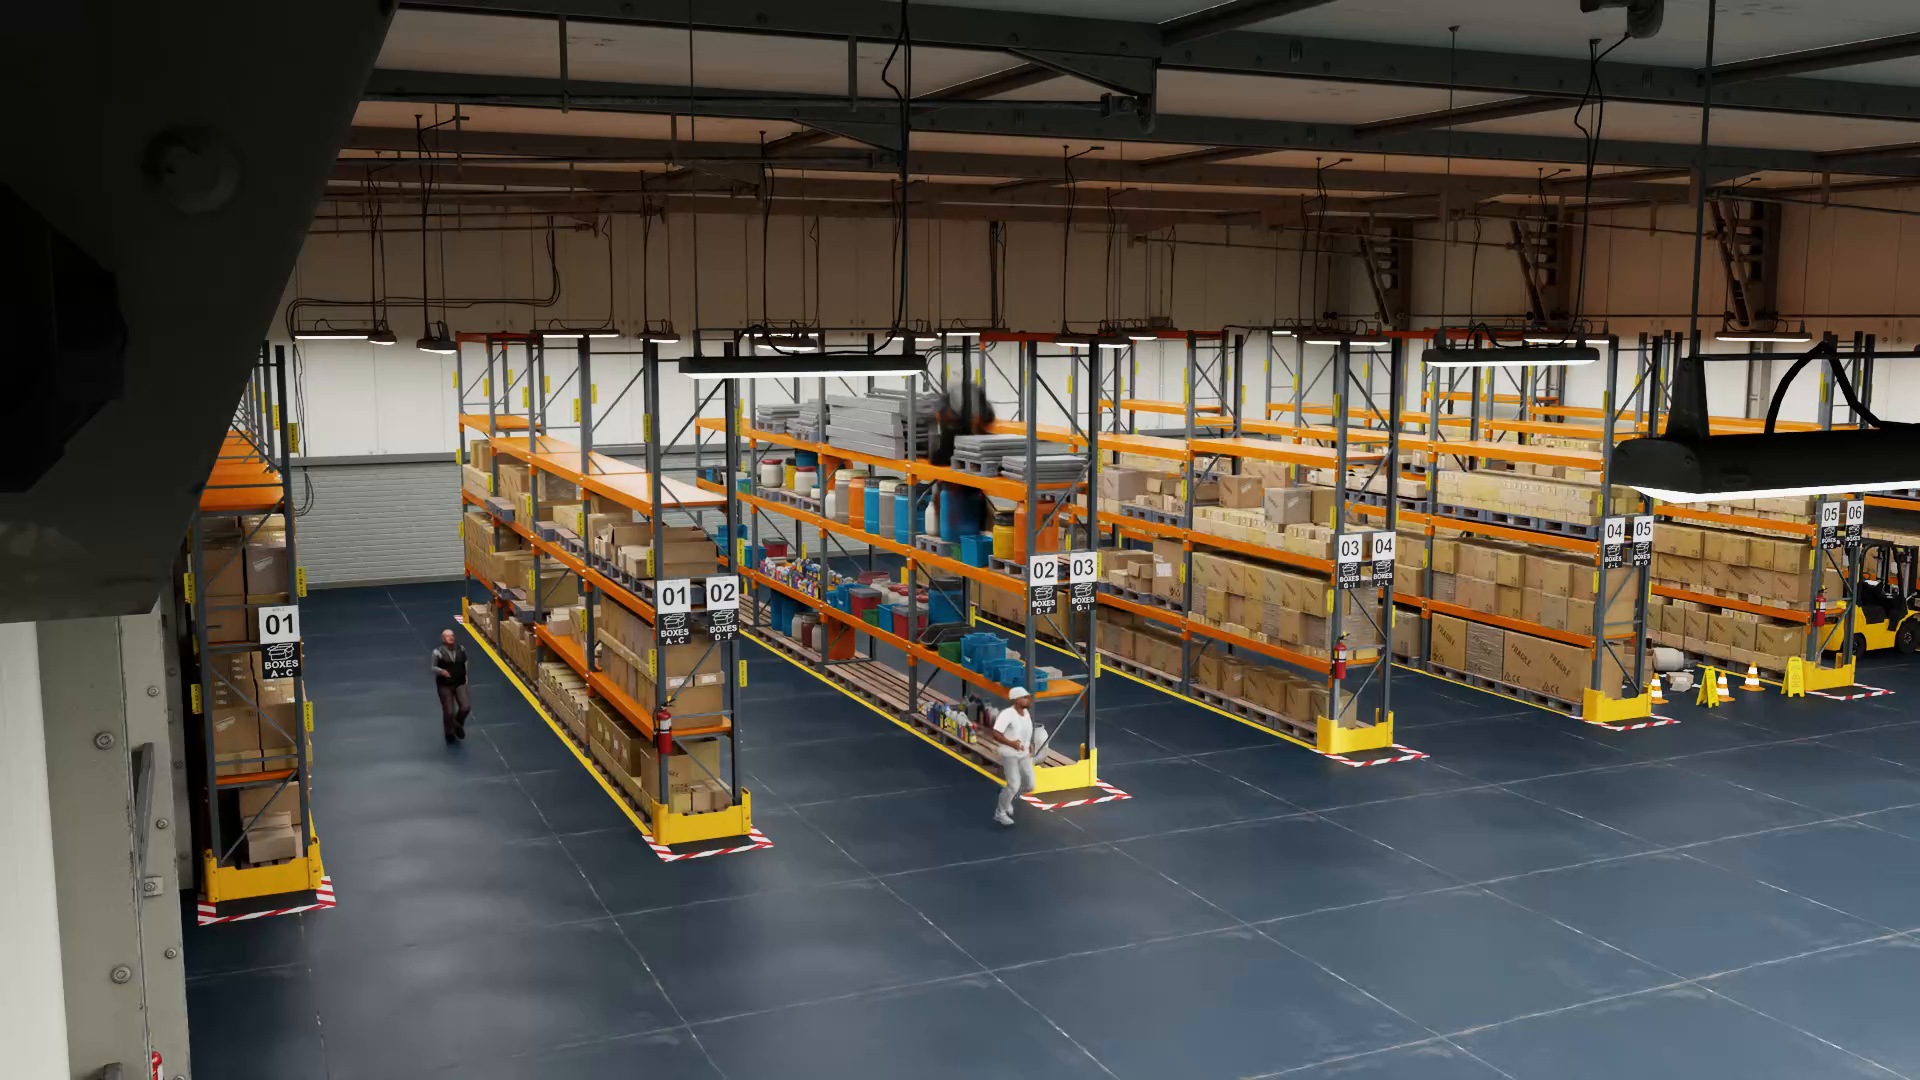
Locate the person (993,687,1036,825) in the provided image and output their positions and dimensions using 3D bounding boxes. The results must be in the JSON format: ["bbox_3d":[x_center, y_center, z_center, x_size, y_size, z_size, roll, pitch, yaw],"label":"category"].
[{"bbox_3d":[0.723,2.679,20.857,0.552,1.687,0.701,7,10,42],"label":"person"}]

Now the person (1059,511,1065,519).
[{"bbox_3d":[2.203,-0.035,41.168,0.807,1.744,0.803,-4,9,-29],"label":"person"}]

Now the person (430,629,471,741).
[{"bbox_3d":[-7.508,2.171,24.664,0.638,1.686,0.622,-5,9,-33],"label":"person"}]
